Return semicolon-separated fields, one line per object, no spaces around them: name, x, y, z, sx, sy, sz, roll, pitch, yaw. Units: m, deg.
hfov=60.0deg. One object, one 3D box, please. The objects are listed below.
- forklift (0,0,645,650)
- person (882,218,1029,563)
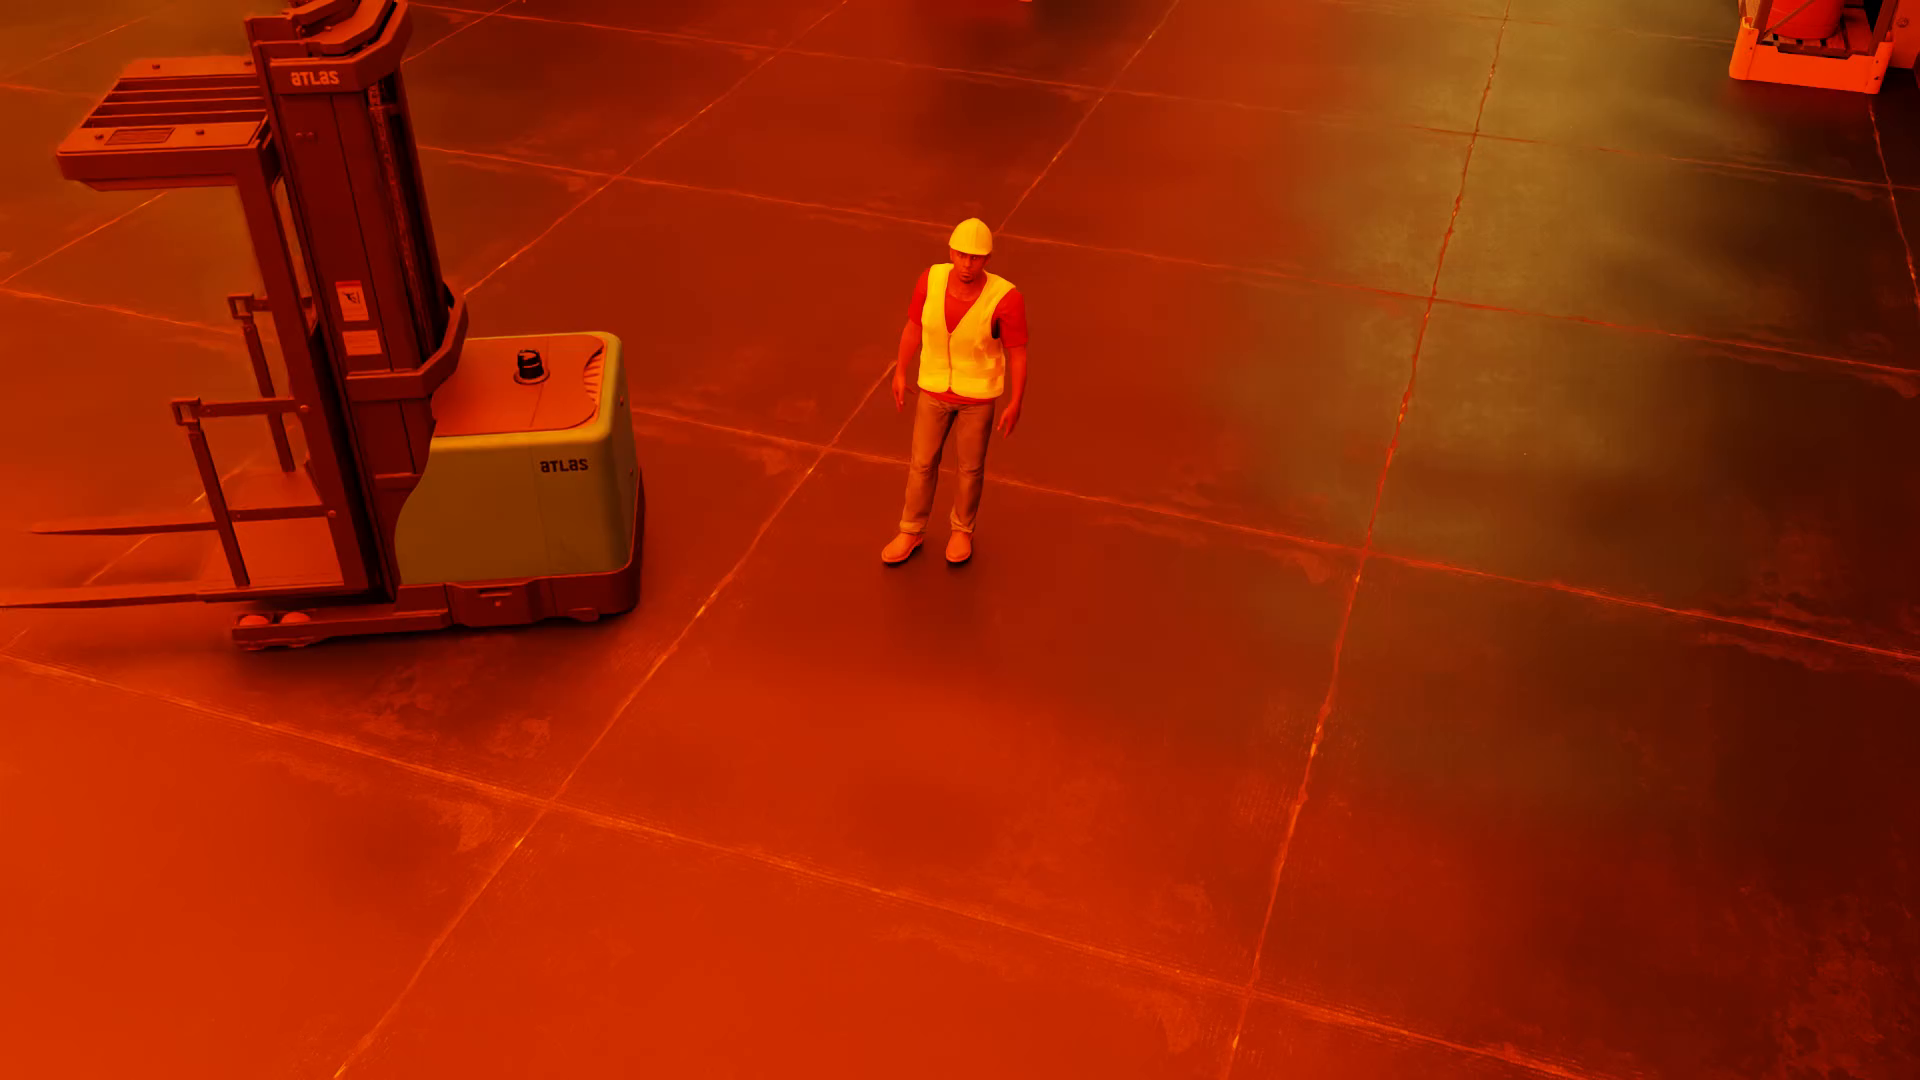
forklift;-3.124;-0.995;7.515;3.031;2.935;1.130;-4;36;-5
person;-0.028;-0.689;8.078;0.666;1.768;0.575;12;37;16
